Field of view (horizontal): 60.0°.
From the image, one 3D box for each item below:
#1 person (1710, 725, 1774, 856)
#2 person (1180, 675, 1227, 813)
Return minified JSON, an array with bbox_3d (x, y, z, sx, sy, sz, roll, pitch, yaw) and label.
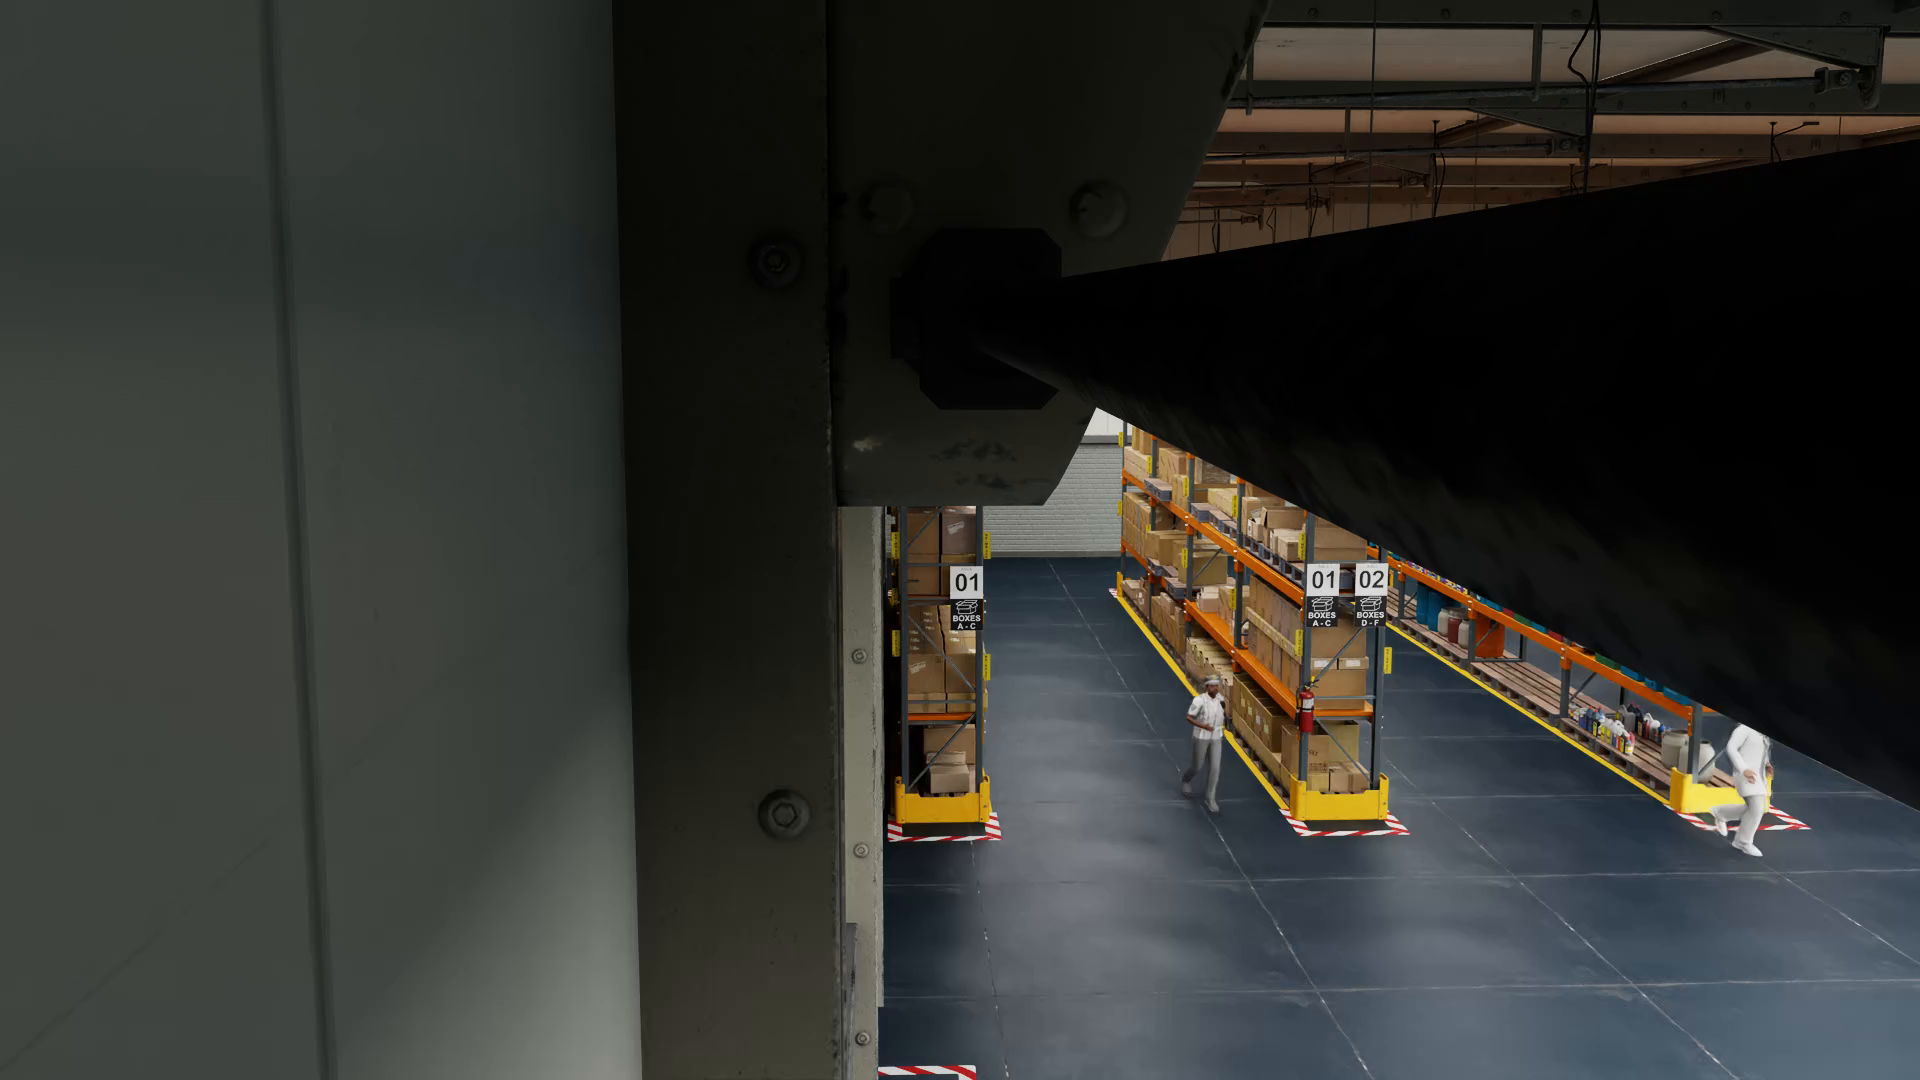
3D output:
[{"bbox_3d":[9.232,2.766,19.556,0.759,1.742,0.706,-7,10,-40],"label":"person"},{"bbox_3d":[3.150,2.532,21.198,0.597,1.706,0.861,-2,8,-15],"label":"person"}]
